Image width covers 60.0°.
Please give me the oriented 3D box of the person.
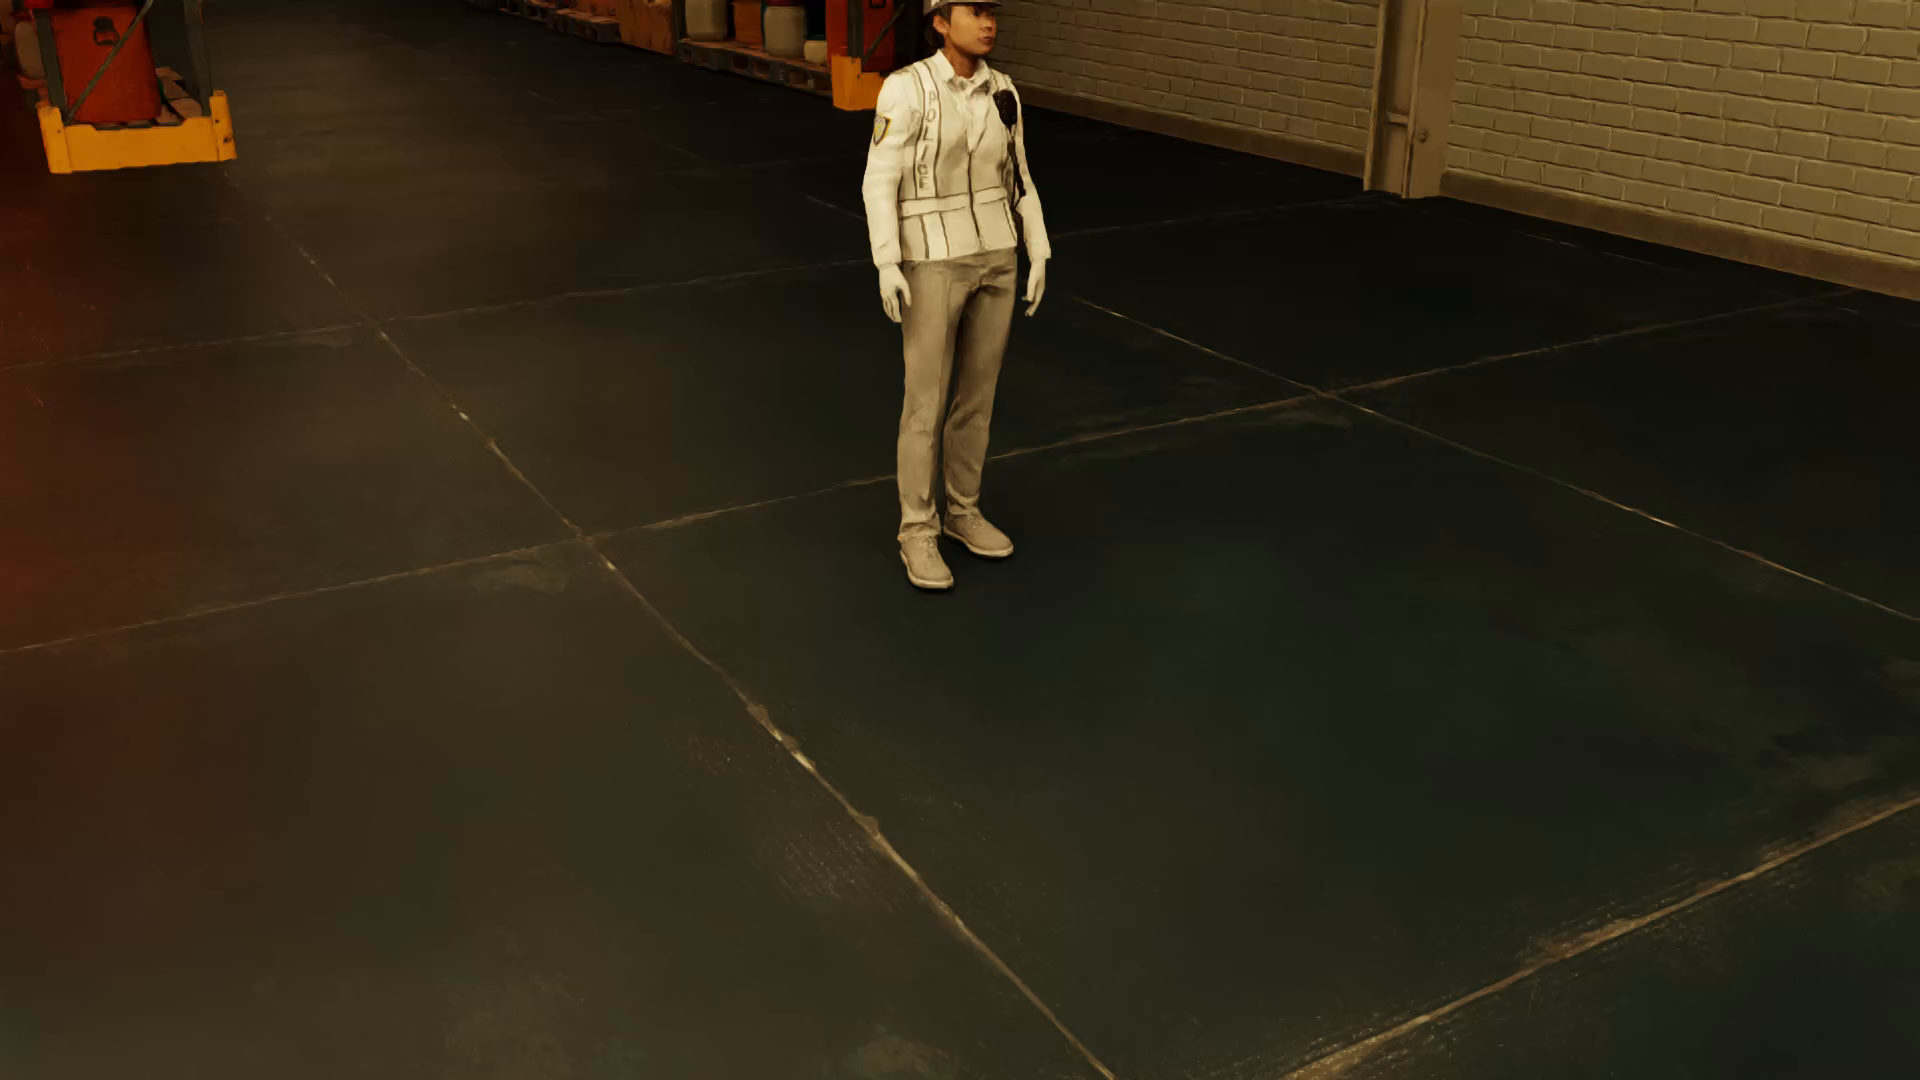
[{"bbox_3d":[0.028,-0.768,4.753,0.586,1.695,0.532,-12,25,-28],"label":"person"}]
